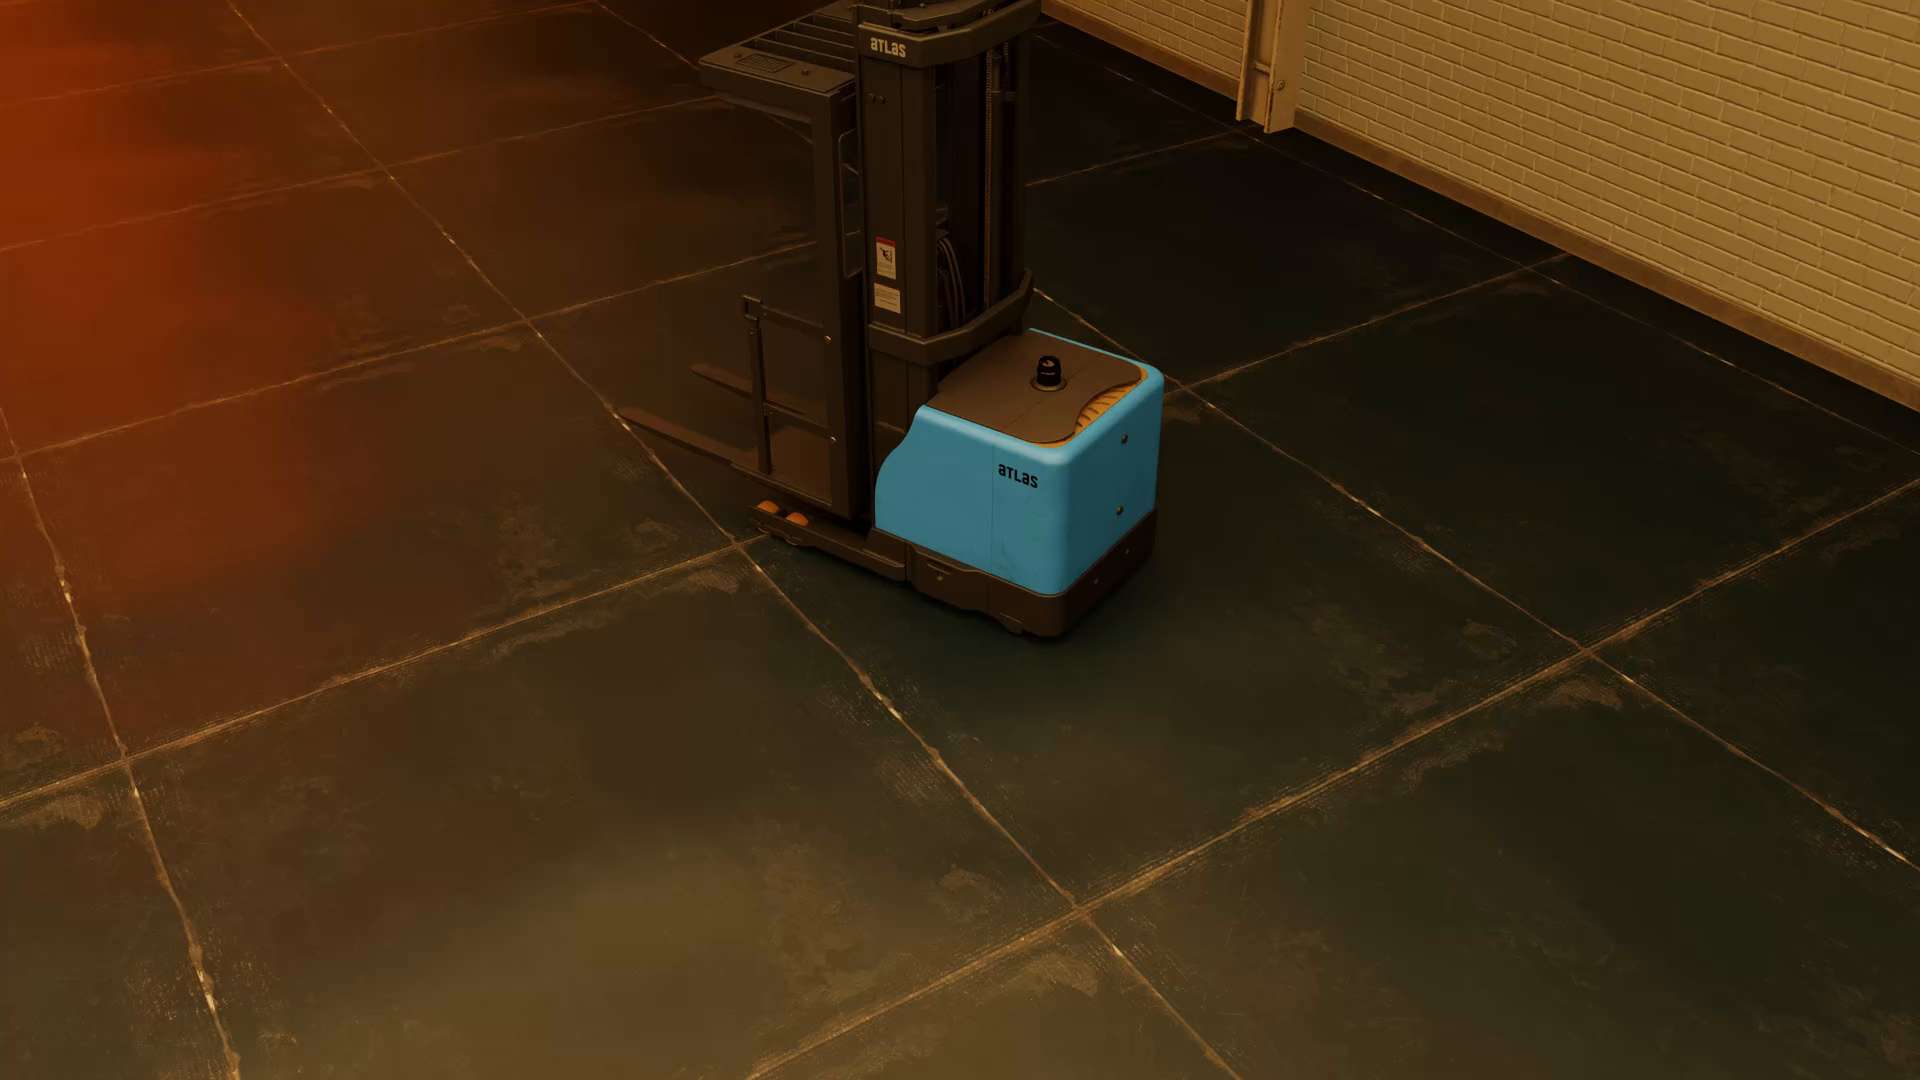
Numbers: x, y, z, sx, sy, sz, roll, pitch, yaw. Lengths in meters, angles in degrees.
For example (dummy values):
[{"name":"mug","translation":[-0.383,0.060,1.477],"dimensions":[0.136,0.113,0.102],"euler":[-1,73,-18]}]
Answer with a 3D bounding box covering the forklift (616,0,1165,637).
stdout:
[{"name":"forklift","translation":[-0.500,-1.399,8.138],"dimensions":[3.031,2.935,1.130],"euler":[22,41,28]}]
